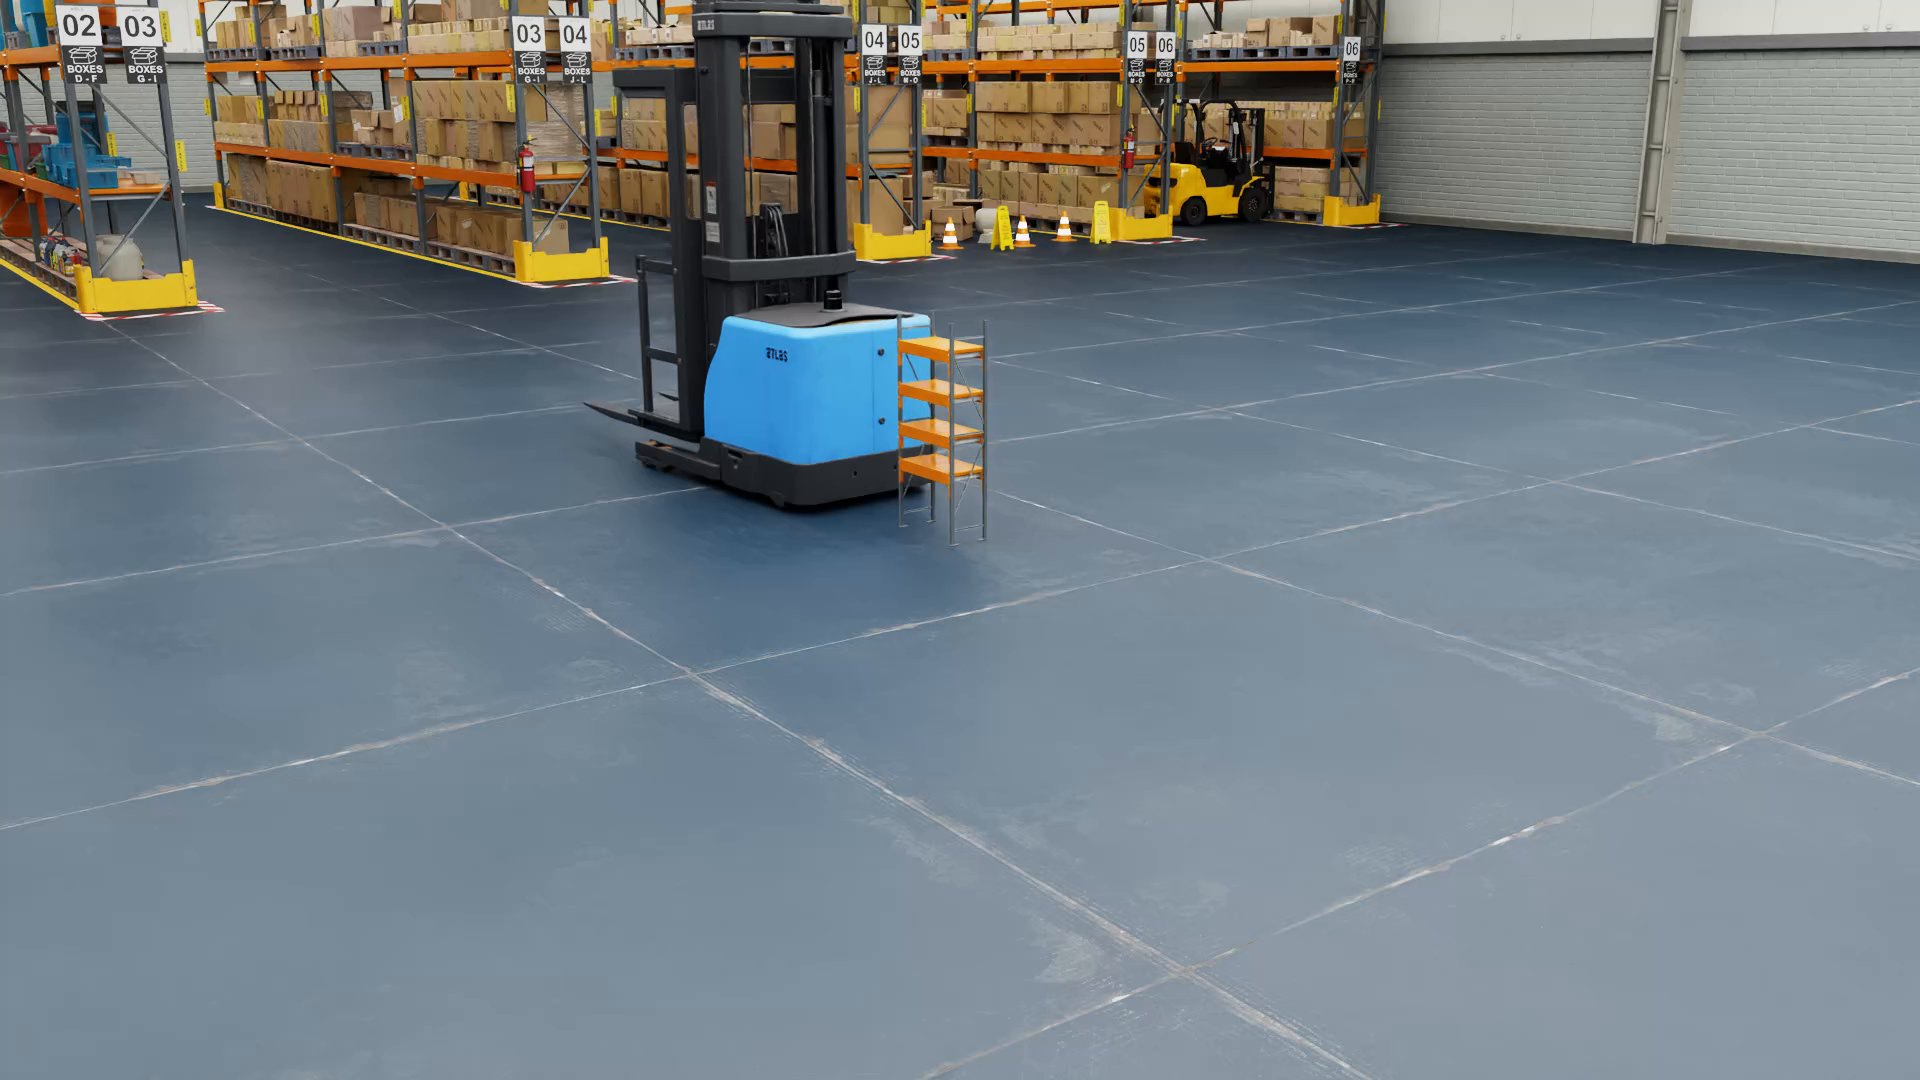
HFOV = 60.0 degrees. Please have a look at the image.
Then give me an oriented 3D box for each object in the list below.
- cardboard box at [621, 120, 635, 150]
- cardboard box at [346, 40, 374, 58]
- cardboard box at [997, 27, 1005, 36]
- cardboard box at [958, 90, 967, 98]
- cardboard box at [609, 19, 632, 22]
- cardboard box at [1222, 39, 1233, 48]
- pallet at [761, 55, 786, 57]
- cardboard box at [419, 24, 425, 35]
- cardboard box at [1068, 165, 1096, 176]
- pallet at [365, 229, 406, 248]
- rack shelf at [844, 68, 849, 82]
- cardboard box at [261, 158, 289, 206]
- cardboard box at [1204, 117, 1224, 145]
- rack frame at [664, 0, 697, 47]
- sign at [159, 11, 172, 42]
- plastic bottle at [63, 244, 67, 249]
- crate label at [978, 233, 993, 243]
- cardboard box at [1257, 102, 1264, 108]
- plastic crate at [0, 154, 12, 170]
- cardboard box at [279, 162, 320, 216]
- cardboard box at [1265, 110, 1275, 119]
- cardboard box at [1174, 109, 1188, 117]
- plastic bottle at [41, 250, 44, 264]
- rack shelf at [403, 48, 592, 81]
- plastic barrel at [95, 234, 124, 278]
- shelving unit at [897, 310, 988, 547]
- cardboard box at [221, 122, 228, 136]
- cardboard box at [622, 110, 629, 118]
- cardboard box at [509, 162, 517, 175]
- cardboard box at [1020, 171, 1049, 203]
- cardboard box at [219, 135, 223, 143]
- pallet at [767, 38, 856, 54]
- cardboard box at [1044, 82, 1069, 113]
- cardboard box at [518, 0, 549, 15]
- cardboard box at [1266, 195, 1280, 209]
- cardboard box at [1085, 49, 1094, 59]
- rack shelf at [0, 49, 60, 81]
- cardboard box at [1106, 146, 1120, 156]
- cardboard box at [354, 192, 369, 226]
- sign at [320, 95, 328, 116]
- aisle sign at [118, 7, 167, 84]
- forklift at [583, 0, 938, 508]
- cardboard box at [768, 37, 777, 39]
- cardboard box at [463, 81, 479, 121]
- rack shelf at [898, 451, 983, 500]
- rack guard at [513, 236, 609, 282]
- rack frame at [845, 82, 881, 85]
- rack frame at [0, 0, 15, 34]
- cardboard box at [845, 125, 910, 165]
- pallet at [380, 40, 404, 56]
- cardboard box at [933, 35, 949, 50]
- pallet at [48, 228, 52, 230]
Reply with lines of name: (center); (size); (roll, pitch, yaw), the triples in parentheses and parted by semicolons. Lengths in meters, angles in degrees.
cardboard box: (-5.641, -7.161, 29.367); (0.500, 0.500, 0.500); (-11, 19, -34)
cardboard box: (-9.076, -7.519, 25.466); (0.500, 0.250, 0.500); (-10, 18, -33)
cardboard box: (0.856, -8.670, 28.353); (0.380, 0.149, 0.250); (-12, 19, -36)
cardboard box: (-0.102, -8.264, 30.812); (0.380, 0.149, 0.250); (-10, 18, -31)
cardboard box: (-6.186, -9.402, 30.425); (0.396, 0.266, 0.258); (-11, 19, -35)
cardboard box: (5.093, -9.227, 30.914); (0.380, 0.149, 0.250); (-10, 18, -33)
pallet: (-3.515, -10.061, 34.833); (0.805, 0.209, 1.217); (-12, 19, -37)
cardboard box: (-7.252, -7.051, 23.003); (0.380, 0.149, 0.250); (-12, 19, -37)
cardboard box: (2.010, -6.081, 27.377); (0.380, 0.149, 0.250); (-10, 18, -33)
pallet: (-8.586, -4.730, 25.956); (1.003, 0.211, 1.213); (-11, 19, -35)
rack shelf: (-2.918, -9.567, 34.029); (1.077, 0.370, 4.000); (-11, 19, -35)
cardboard box: (-12.433, -6.687, 31.056); (0.875, 0.875, 0.875); (-11, 19, -35)
cardboard box: (4.992, -7.762, 31.563); (0.500, 0.500, 0.500); (-10, 18, -34)
rack frame: (-6.446, -12.642, 38.220); (1.000, 3.000, 0.127); (-11, 19, -35)
sign: (-8.613, -5.560, 18.011); (0.100, 0.325, 0.005); (-11, 19, -35)
plastic bottle: (-11.090, -3.526, 20.613); (0.097, 0.271, 0.097); (0, 15, 0)
crate label: (0.455, -4.756, 26.194); (0.298, 0.136, 0.250); (7, 17, 23)
cardboard box: (5.687, -7.978, 30.562); (0.380, 0.149, 0.250); (-11, 19, -34)
plastic crate: (-12.665, -5.105, 22.447); (0.450, 0.188, 0.662); (-11, 19, -35)
cardboard box: (-11.191, -6.210, 29.311); (1.225, 0.875, 0.875); (-12, 19, -36)
cardboard box: (5.770, -7.765, 30.346); (0.380, 0.149, 0.250); (-11, 19, -34)
cardboard box: (4.243, -8.357, 32.509); (0.380, 0.149, 0.250); (-10, 18, -33)
plastic bottle: (-11.520, -3.584, 20.955); (0.097, 0.201, 0.097); (0, 15, 0)
rack shelf: (-6.230, -6.321, 22.168); (1.077, 0.370, 4.000); (-11, 19, -35)
plastic barrel: (-9.804, -3.263, 19.234); (0.421, 0.512, 0.421); (0, 15, 0)
shelving unit: (-0.097, -0.614, 9.047); (0.258, 1.200, 0.503); (-11, 19, -35)
cardboard box: (-14.087, -8.027, 32.443); (0.500, 0.250, 0.500); (-11, 19, -35)
cardboard box: (-5.961, -7.804, 30.462); (0.380, 0.149, 0.250); (-11, 19, -36)
cardboard box: (-5.535, -4.755, 21.242); (0.380, 0.149, 0.250); (-11, 19, -35)
cardboard box: (1.366, -6.033, 28.428); (0.500, 0.500, 0.500); (-10, 18, -32)
cardboard box: (-14.368, -7.907, 32.761); (0.380, 0.149, 0.250); (-11, 19, -35)
pallet: (-2.149, -7.363, 24.784); (1.003, 0.211, 1.213); (-11, 19, -35)
cardboard box: (1.810, -7.283, 27.357); (0.700, 0.500, 0.500); (-11, 19, -35)
cardboard box: (-5.708, -7.032, 21.705); (0.500, 0.500, 0.500); (-11, 19, -35)
cardboard box: (5.871, -6.247, 30.630); (0.500, 0.250, 0.500); (-11, 19, -34)
cardboard box: (2.224, -7.800, 26.688); (0.380, 0.149, 0.250); (-10, 18, -33)
rack shelf: (-12.588, -6.406, 22.480); (1.077, 0.370, 4.000); (-11, 19, -35)
cardboard box: (2.569, -6.257, 26.732); (0.380, 0.149, 0.250); (-10, 18, -33)
cardboard box: (-9.348, -5.369, 26.910); (0.700, 0.500, 0.500); (-12, 19, -37)
sign: (-10.205, -6.974, 26.680); (0.100, 0.325, 0.005); (-11, 19, -35)
aisle sign: (-8.781, -5.309, 17.866); (0.394, 0.787, 0.004); (-11, 19, -35)
forklift: (-1.461, -1.927, 10.563); (1.130, 2.935, 3.031); (-12, 20, -38)
cardboard box: (-2.645, -7.570, 24.862); (0.380, 0.149, 0.250); (-11, 19, -34)
cardboard box: (-6.168, -5.760, 21.791); (0.500, 0.500, 0.500); (-11, 19, -35)
rack shelf: (-0.097, -0.358, 9.117); (0.258, 0.148, 0.480); (-11, 19, -35)
rack guard: (-5.099, -3.604, 21.298); (1.175, 0.500, 0.348); (-11, 19, -35)
rack frame: (-2.433, -10.520, 41.829); (1.000, 3.000, 0.127); (-11, 19, -35)
rack frame: (-11.412, -7.773, 20.428); (1.000, 3.000, 0.127); (-11, 19, -35)
cardboard box: (-1.237, -5.686, 23.886); (0.875, 0.550, 0.550); (-11, 19, -35)
pallet: (-7.683, -7.152, 24.200); (1.213, 0.211, 1.003); (-11, 19, -35)
cardboard box: (-0.144, -8.974, 29.989); (0.500, 0.250, 0.500); (-11, 19, -34)
pallet: (-14.975, -4.810, 26.252); (1.003, 0.211, 1.213); (-11, 19, -35)
